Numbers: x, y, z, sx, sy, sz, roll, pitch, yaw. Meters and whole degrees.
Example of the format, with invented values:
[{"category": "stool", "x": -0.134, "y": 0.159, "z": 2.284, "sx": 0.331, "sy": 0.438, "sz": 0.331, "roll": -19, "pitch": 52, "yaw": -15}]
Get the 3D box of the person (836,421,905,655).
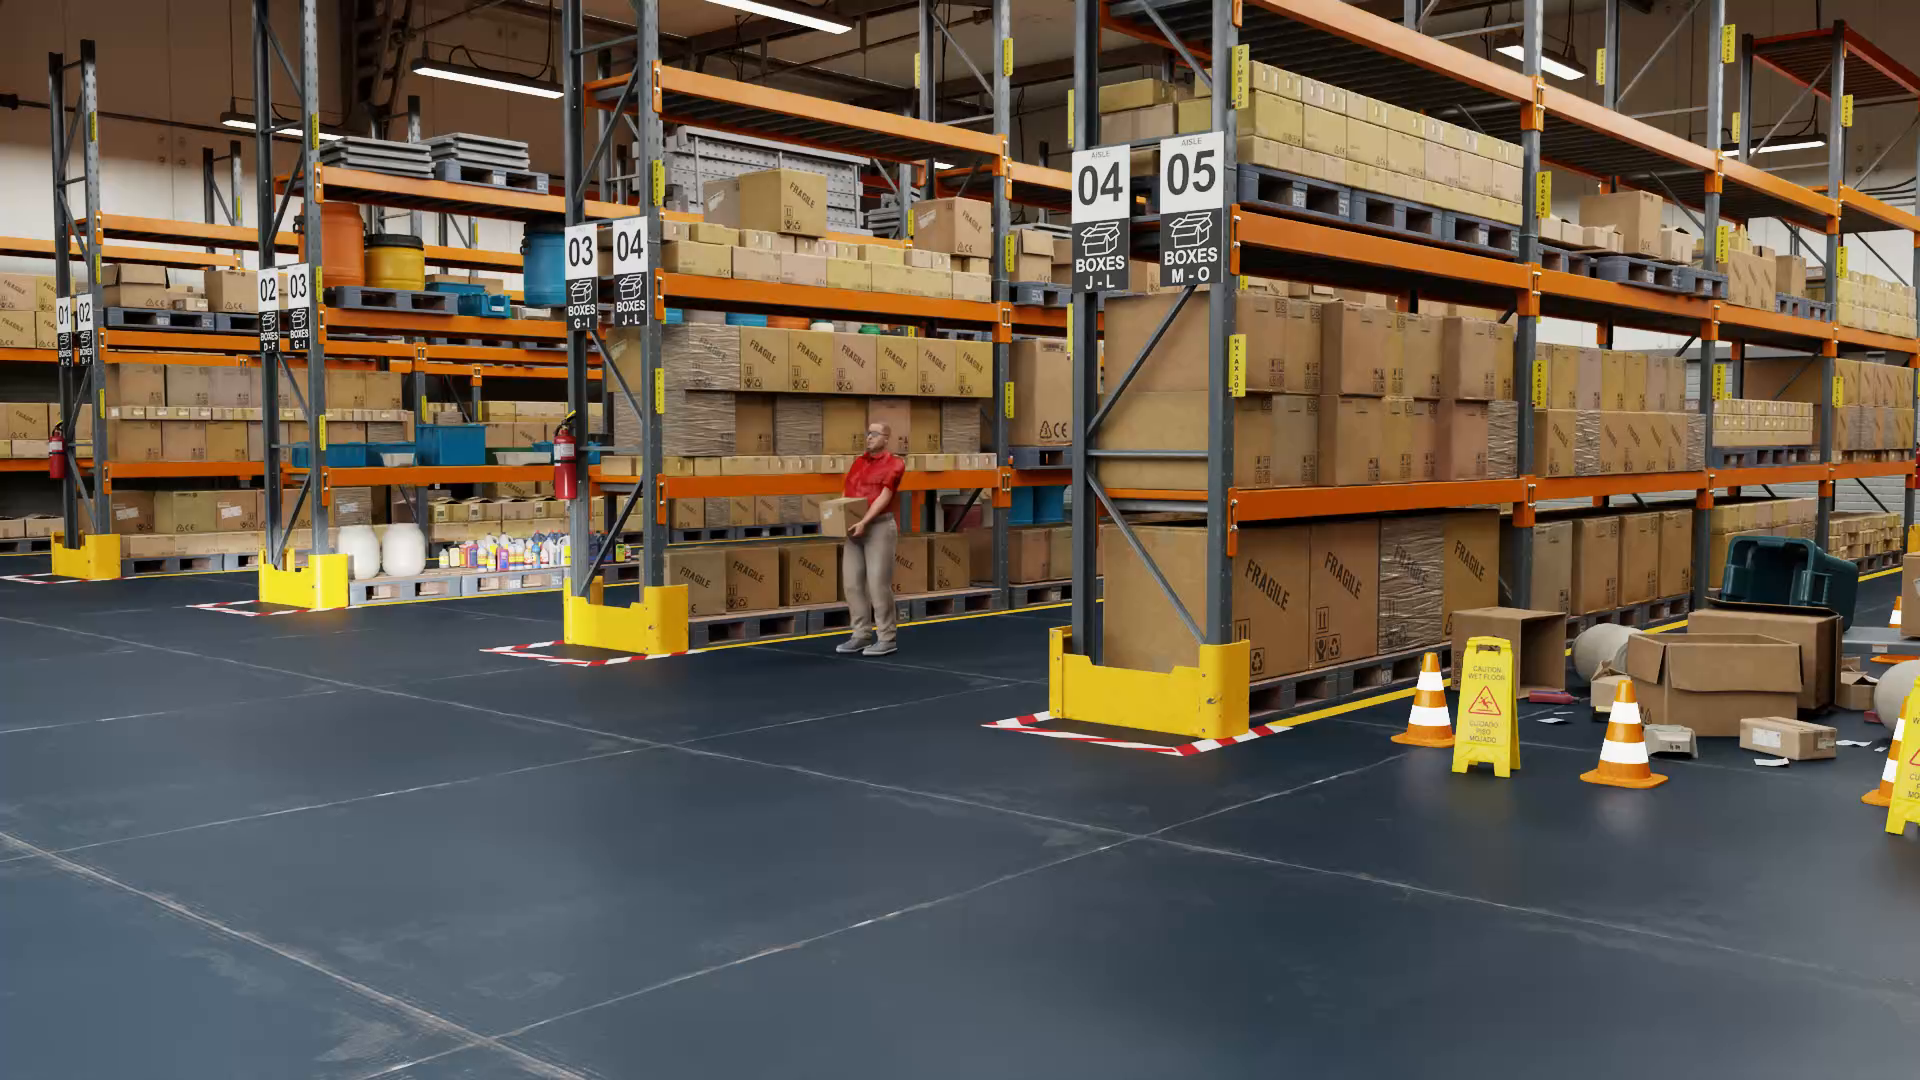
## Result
[{"category": "person", "x": -0.711, "y": -0.016, "z": 12.219, "sx": 0.493, "sy": 1.712, "sz": 0.537, "roll": 3, "pitch": 5, "yaw": 41}]
